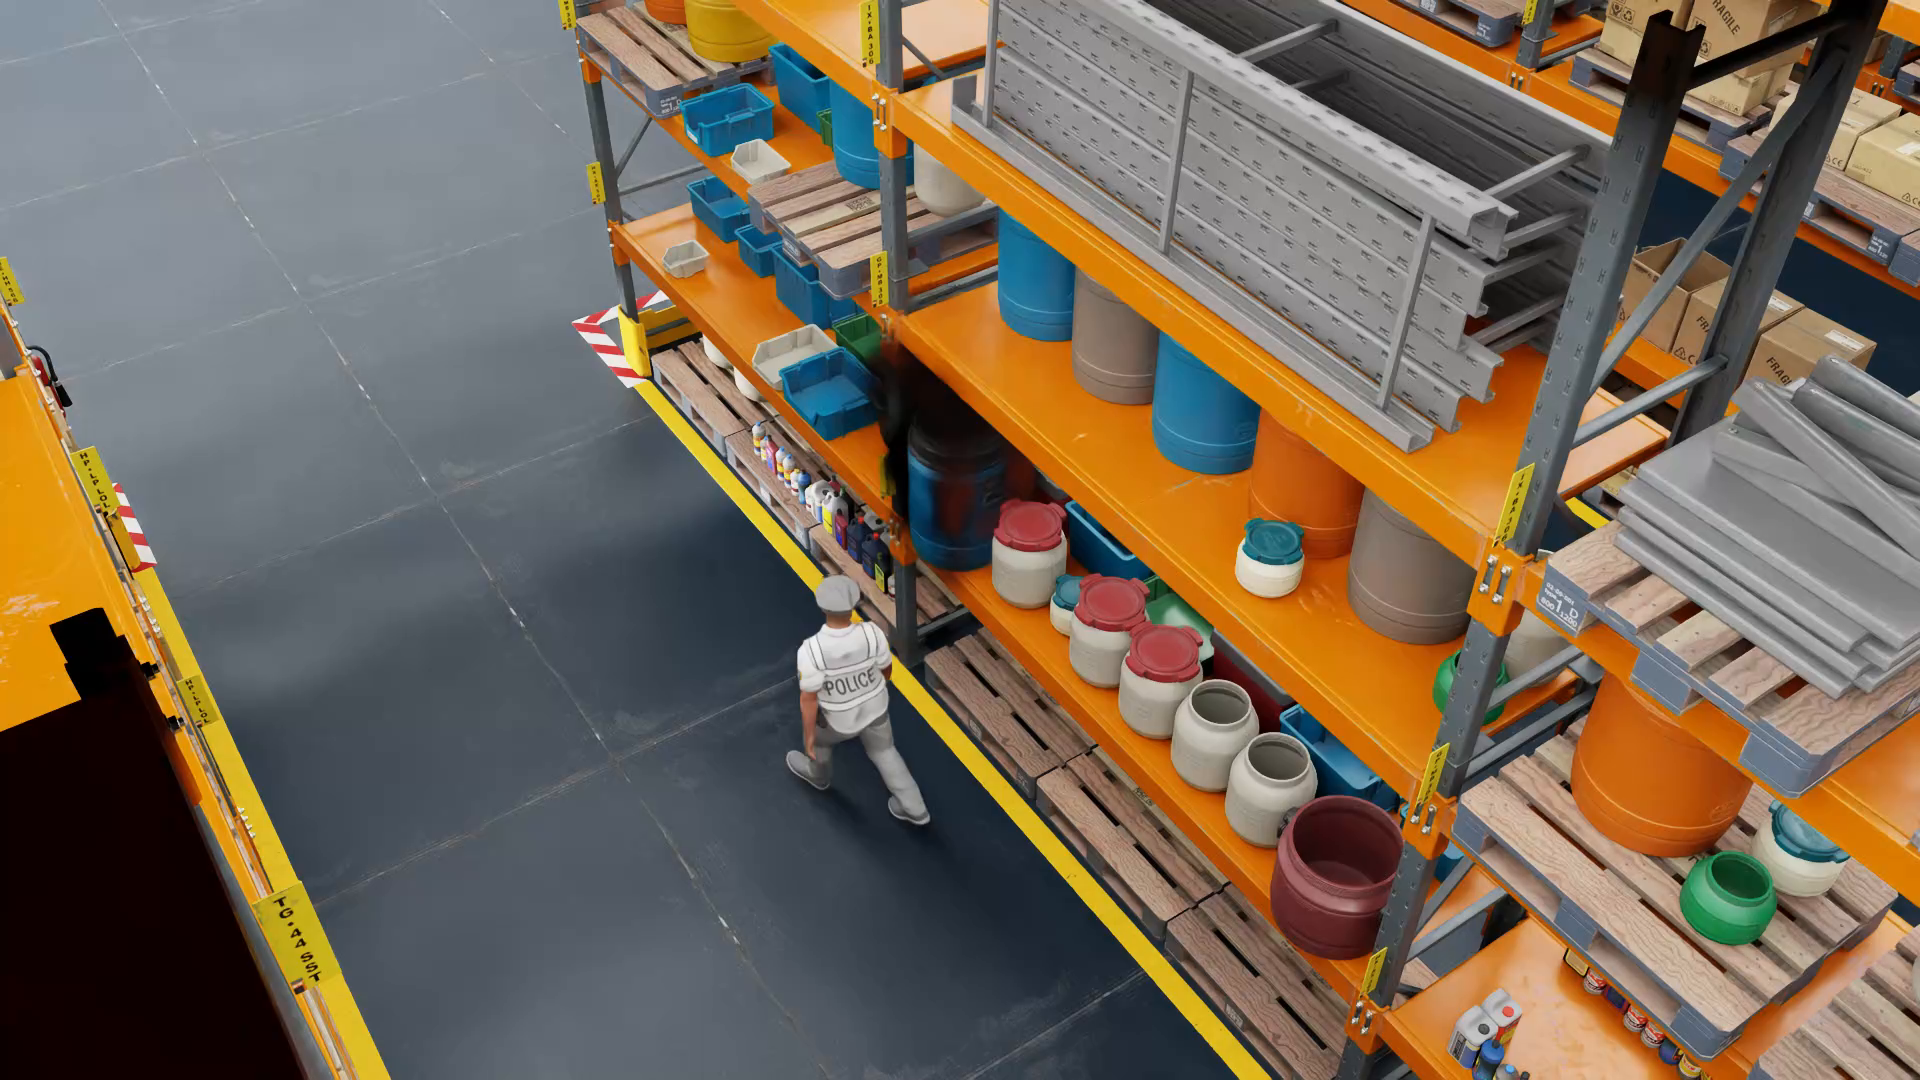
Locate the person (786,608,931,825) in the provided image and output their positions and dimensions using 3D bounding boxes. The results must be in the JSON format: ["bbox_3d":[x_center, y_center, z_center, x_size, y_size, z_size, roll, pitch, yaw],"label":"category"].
[{"bbox_3d":[-0.642,0.966,9.451,0.640,1.688,1.011,-32,52,-30],"label":"person"}]
